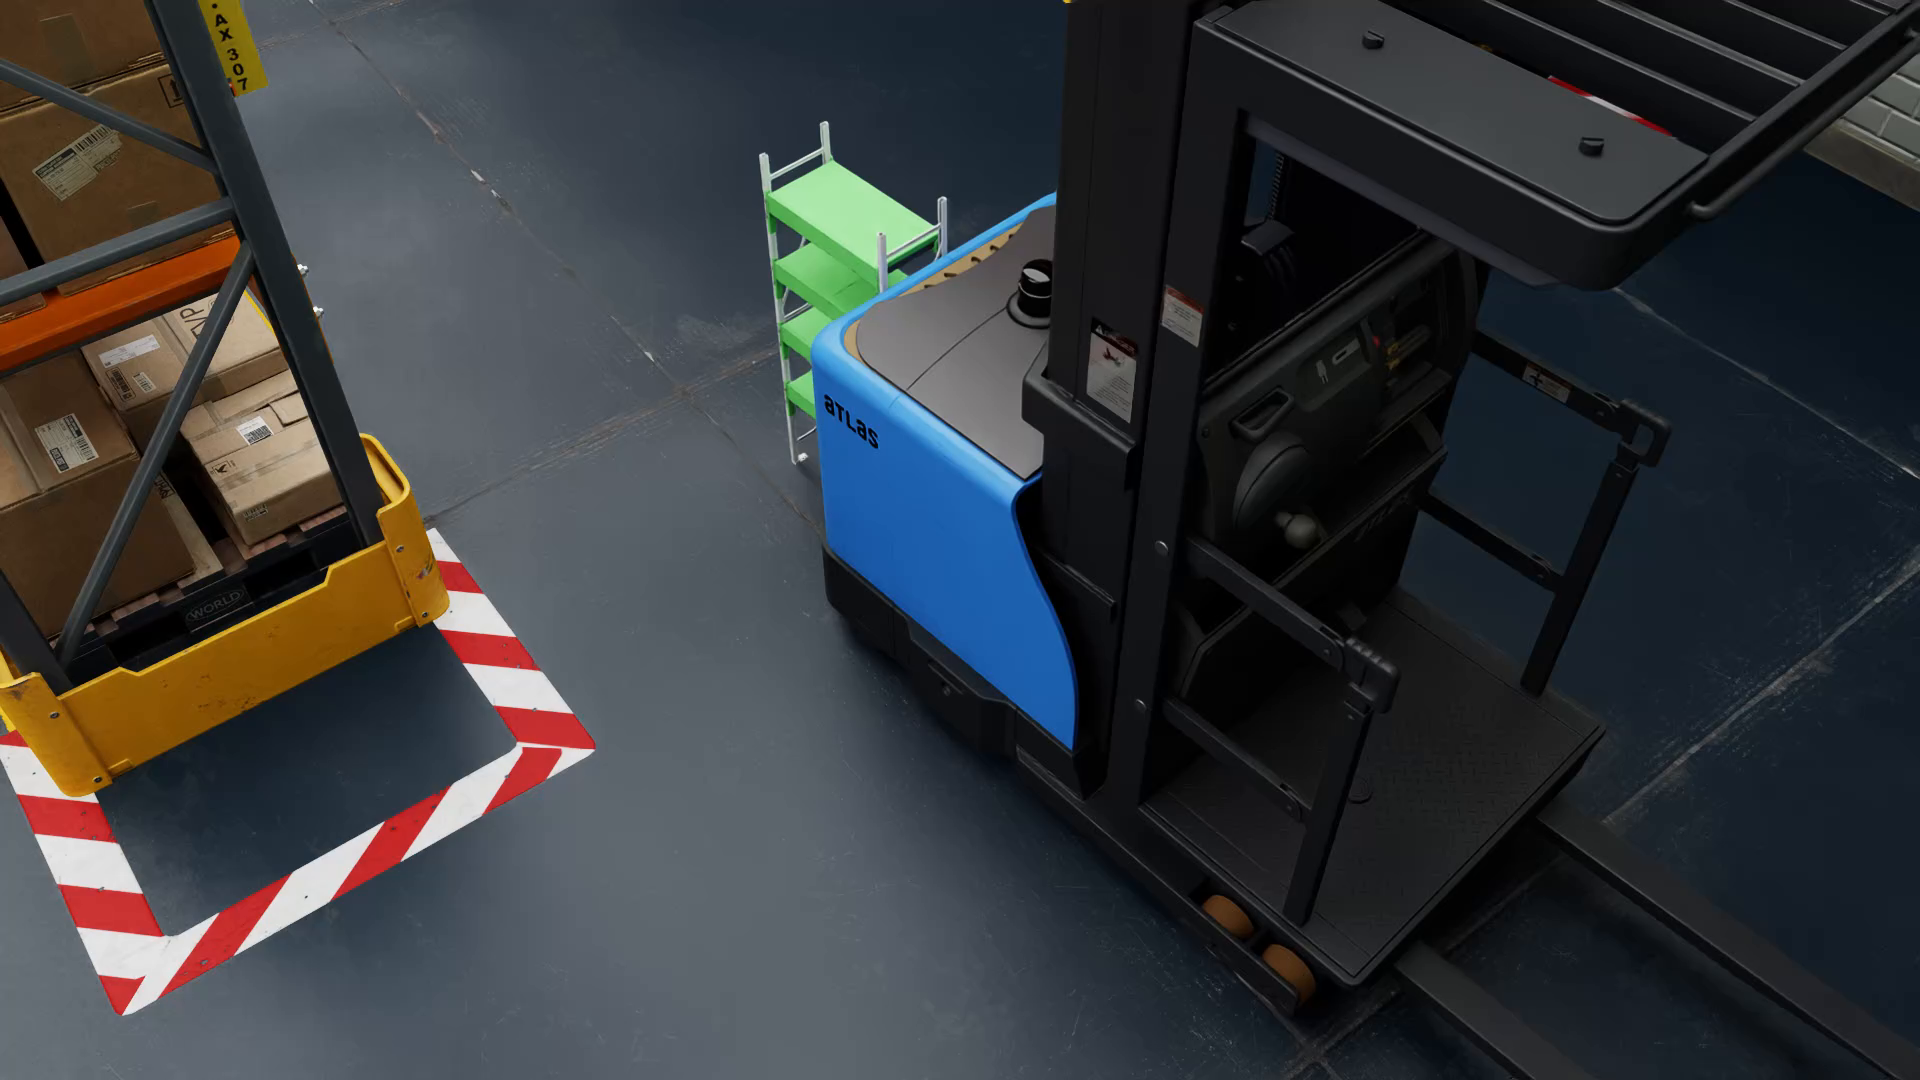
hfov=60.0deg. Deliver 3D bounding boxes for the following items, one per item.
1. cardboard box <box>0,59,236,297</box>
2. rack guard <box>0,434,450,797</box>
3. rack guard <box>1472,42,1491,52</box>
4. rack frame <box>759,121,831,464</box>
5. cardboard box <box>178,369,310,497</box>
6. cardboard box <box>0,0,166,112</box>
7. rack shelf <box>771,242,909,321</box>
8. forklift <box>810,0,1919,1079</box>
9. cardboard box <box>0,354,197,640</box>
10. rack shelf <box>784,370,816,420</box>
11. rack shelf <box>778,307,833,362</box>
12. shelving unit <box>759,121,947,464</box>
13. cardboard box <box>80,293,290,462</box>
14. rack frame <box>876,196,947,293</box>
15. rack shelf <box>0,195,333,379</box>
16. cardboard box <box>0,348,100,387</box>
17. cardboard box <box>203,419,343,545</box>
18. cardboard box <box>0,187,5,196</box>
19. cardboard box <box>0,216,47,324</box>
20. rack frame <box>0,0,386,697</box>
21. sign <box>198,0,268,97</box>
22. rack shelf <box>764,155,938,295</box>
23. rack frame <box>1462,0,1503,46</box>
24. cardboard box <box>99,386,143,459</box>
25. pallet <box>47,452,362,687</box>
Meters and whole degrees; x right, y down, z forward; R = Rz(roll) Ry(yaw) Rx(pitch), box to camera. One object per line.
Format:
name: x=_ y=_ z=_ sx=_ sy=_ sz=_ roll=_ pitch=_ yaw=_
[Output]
cardboard box: x=-2.113 y=-1.007 z=4.071 sx=0.500 sy=0.500 sz=0.500 roll=-28 pitch=54 yaw=-23
rack guard: x=-2.100 y=0.201 z=4.731 sx=1.175 sy=0.500 sz=0.348 roll=-29 pitch=54 yaw=-24
rack guard: x=1.901 y=-1.965 z=6.694 sx=1.175 sy=0.500 sz=0.348 roll=-29 pitch=54 yaw=-24
rack frame: x=-0.463 y=-0.718 z=5.091 sx=0.240 sy=1.200 sz=0.015 roll=-35 pitch=57 yaw=-28
cardboard box: x=-2.185 y=-0.339 z=5.148 sx=0.380 sy=0.166 sz=0.250 roll=-29 pitch=54 yaw=-24
cardboard box: x=-2.113 y=-1.343 z=3.701 sx=0.500 sy=0.500 sz=0.500 roll=-28 pitch=54 yaw=-23
rack shelf: x=-0.295 y=-0.705 z=4.841 sx=0.258 sy=0.148 sz=0.480 roll=-35 pitch=57 yaw=-28
forklift: x=0.974 y=-0.243 z=3.492 sx=1.130 sy=2.935 sz=3.031 roll=-35 pitch=57 yaw=-28
cardboard box: x=-2.579 y=-0.112 z=4.717 sx=0.500 sy=0.500 sz=0.500 roll=-29 pitch=54 yaw=-24
rack shelf: x=-0.295 y=-0.382 z=5.197 sx=0.258 sy=0.148 sz=0.480 roll=-35 pitch=57 yaw=-28
rack shelf: x=-0.295 y=-0.544 z=5.019 sx=0.258 sy=0.148 sz=0.480 roll=-35 pitch=57 yaw=-28
shelving unit: x=-0.295 y=-0.586 z=4.972 sx=0.258 sy=1.200 sz=0.503 roll=-35 pitch=57 yaw=-28
cardboard box: x=-2.460 y=-0.561 z=5.293 sx=0.500 sy=0.250 sz=0.500 roll=-29 pitch=54 yaw=-24
rack frame: x=-0.127 y=-0.455 z=4.853 sx=0.240 sy=1.200 sz=0.015 roll=-35 pitch=57 yaw=-28
rack shelf: x=-3.265 y=-1.532 z=5.099 sx=1.077 sy=0.370 sz=4.000 roll=-29 pitch=54 yaw=-24
cardboard box: x=-3.130 y=-0.602 z=5.330 sx=0.500 sy=0.250 sz=0.500 roll=-29 pitch=54 yaw=-24
cardboard box: x=-2.034 y=-0.185 z=5.021 sx=0.380 sy=0.149 sz=0.250 roll=-29 pitch=54 yaw=-24
cardboard box: x=-2.429 y=-1.309 z=4.345 sx=0.500 sy=0.500 sz=0.500 roll=-30 pitch=54 yaw=-24
cardboard box: x=-2.542 y=-0.770 z=3.856 sx=0.500 sy=0.500 sz=0.500 roll=-28 pitch=54 yaw=-23
rack frame: x=-2.054 y=-0.594 z=3.764 sx=1.000 sy=3.000 sz=0.127 roll=-29 pitch=54 yaw=-24
sign: x=-1.622 y=-1.128 z=3.664 sx=0.100 sy=0.325 sz=0.005 roll=-29 pitch=54 yaw=-24
rack shelf: x=-0.295 y=-0.866 z=4.664 sx=0.258 sy=0.148 sz=0.480 roll=-35 pitch=57 yaw=-28
rack frame: x=1.886 y=-2.818 z=5.780 sx=1.000 sy=3.000 sz=0.127 roll=-29 pitch=54 yaw=-24
cardboard box: x=-2.753 y=-0.279 z=5.094 sx=0.380 sy=0.166 sz=0.250 roll=-29 pitch=54 yaw=-24
pallet: x=-2.583 y=-0.172 z=5.263 sx=1.003 sy=0.211 sz=1.213 roll=-29 pitch=54 yaw=-24
